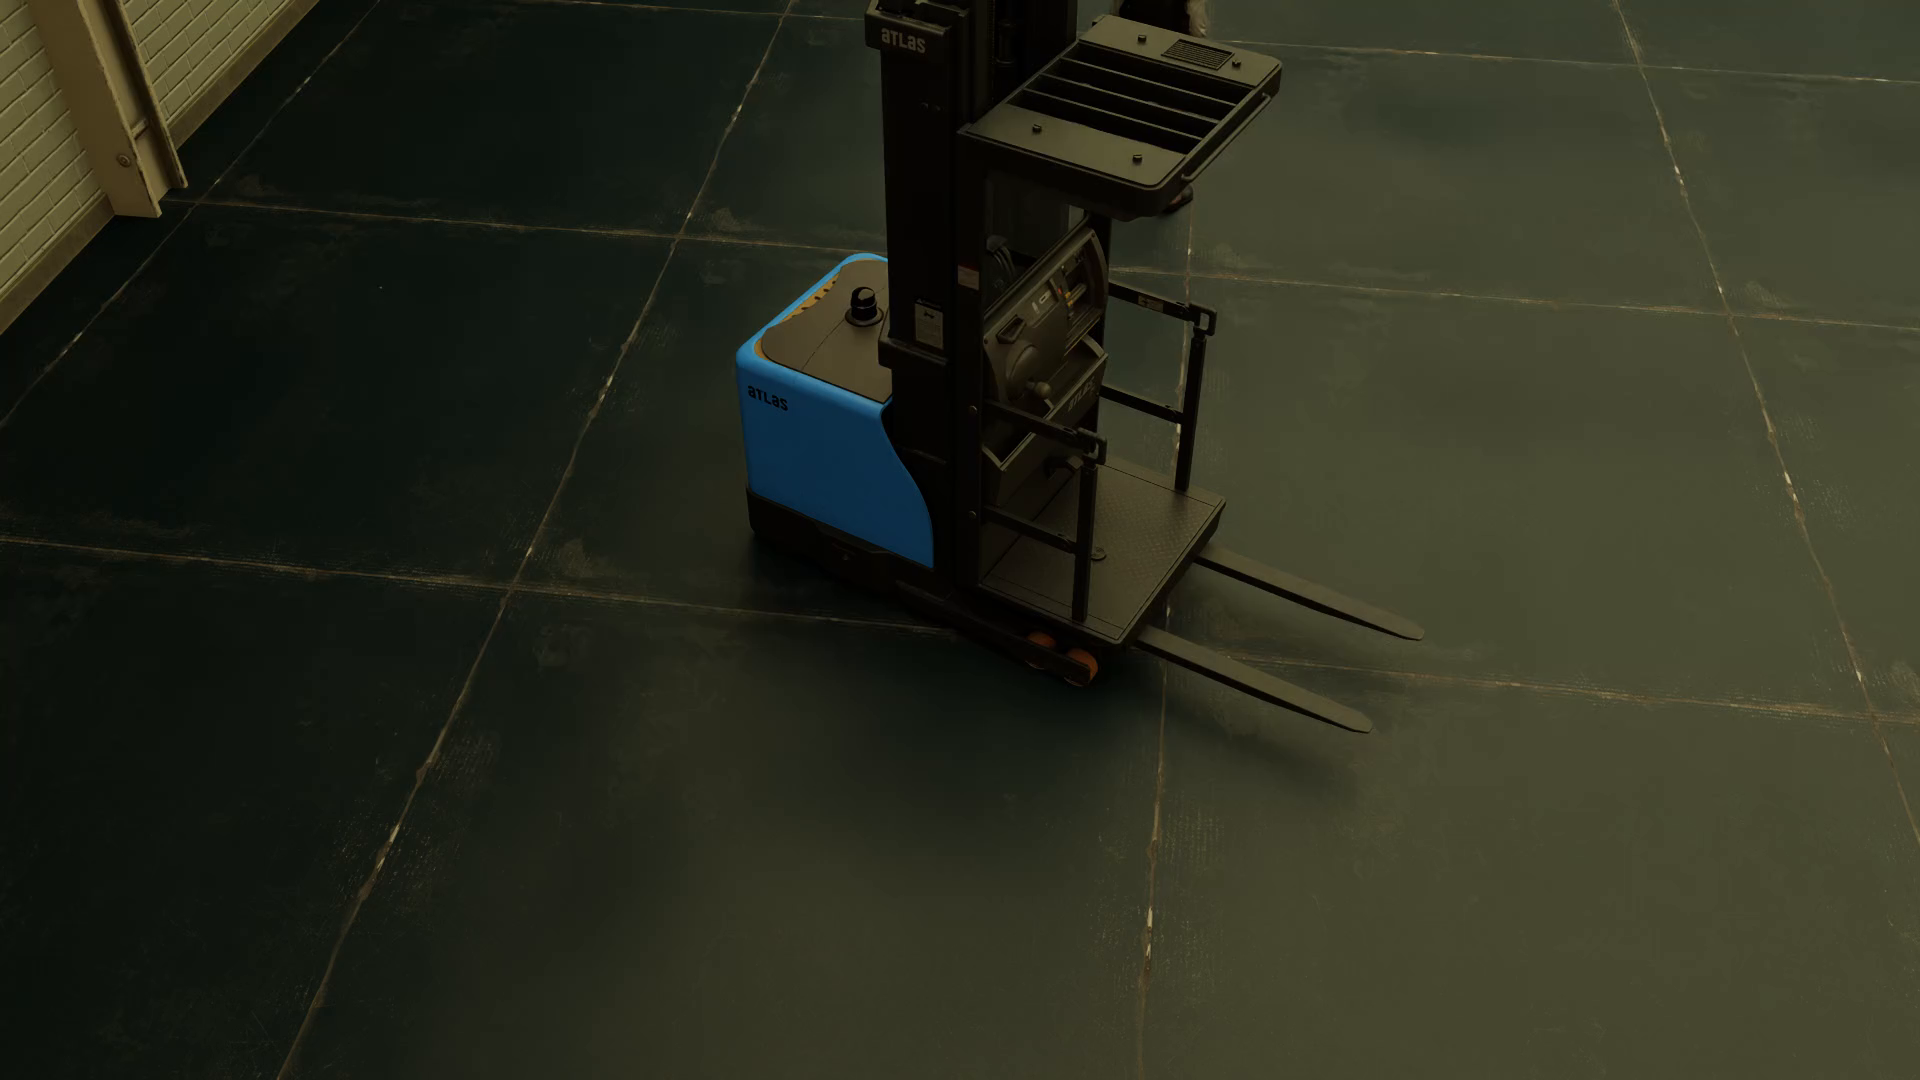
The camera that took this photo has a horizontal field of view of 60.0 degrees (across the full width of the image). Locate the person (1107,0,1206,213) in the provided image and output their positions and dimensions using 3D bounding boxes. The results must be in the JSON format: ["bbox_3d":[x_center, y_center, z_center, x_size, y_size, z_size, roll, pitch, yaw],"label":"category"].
[{"bbox_3d":[1.111,-2.703,9.563,0.581,1.719,0.426,13,44,14],"label":"person"}]

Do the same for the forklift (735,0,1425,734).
[{"bbox_3d":[0.531,-0.861,6.661,3.031,2.935,1.130,22,47,22],"label":"forklift"}]
